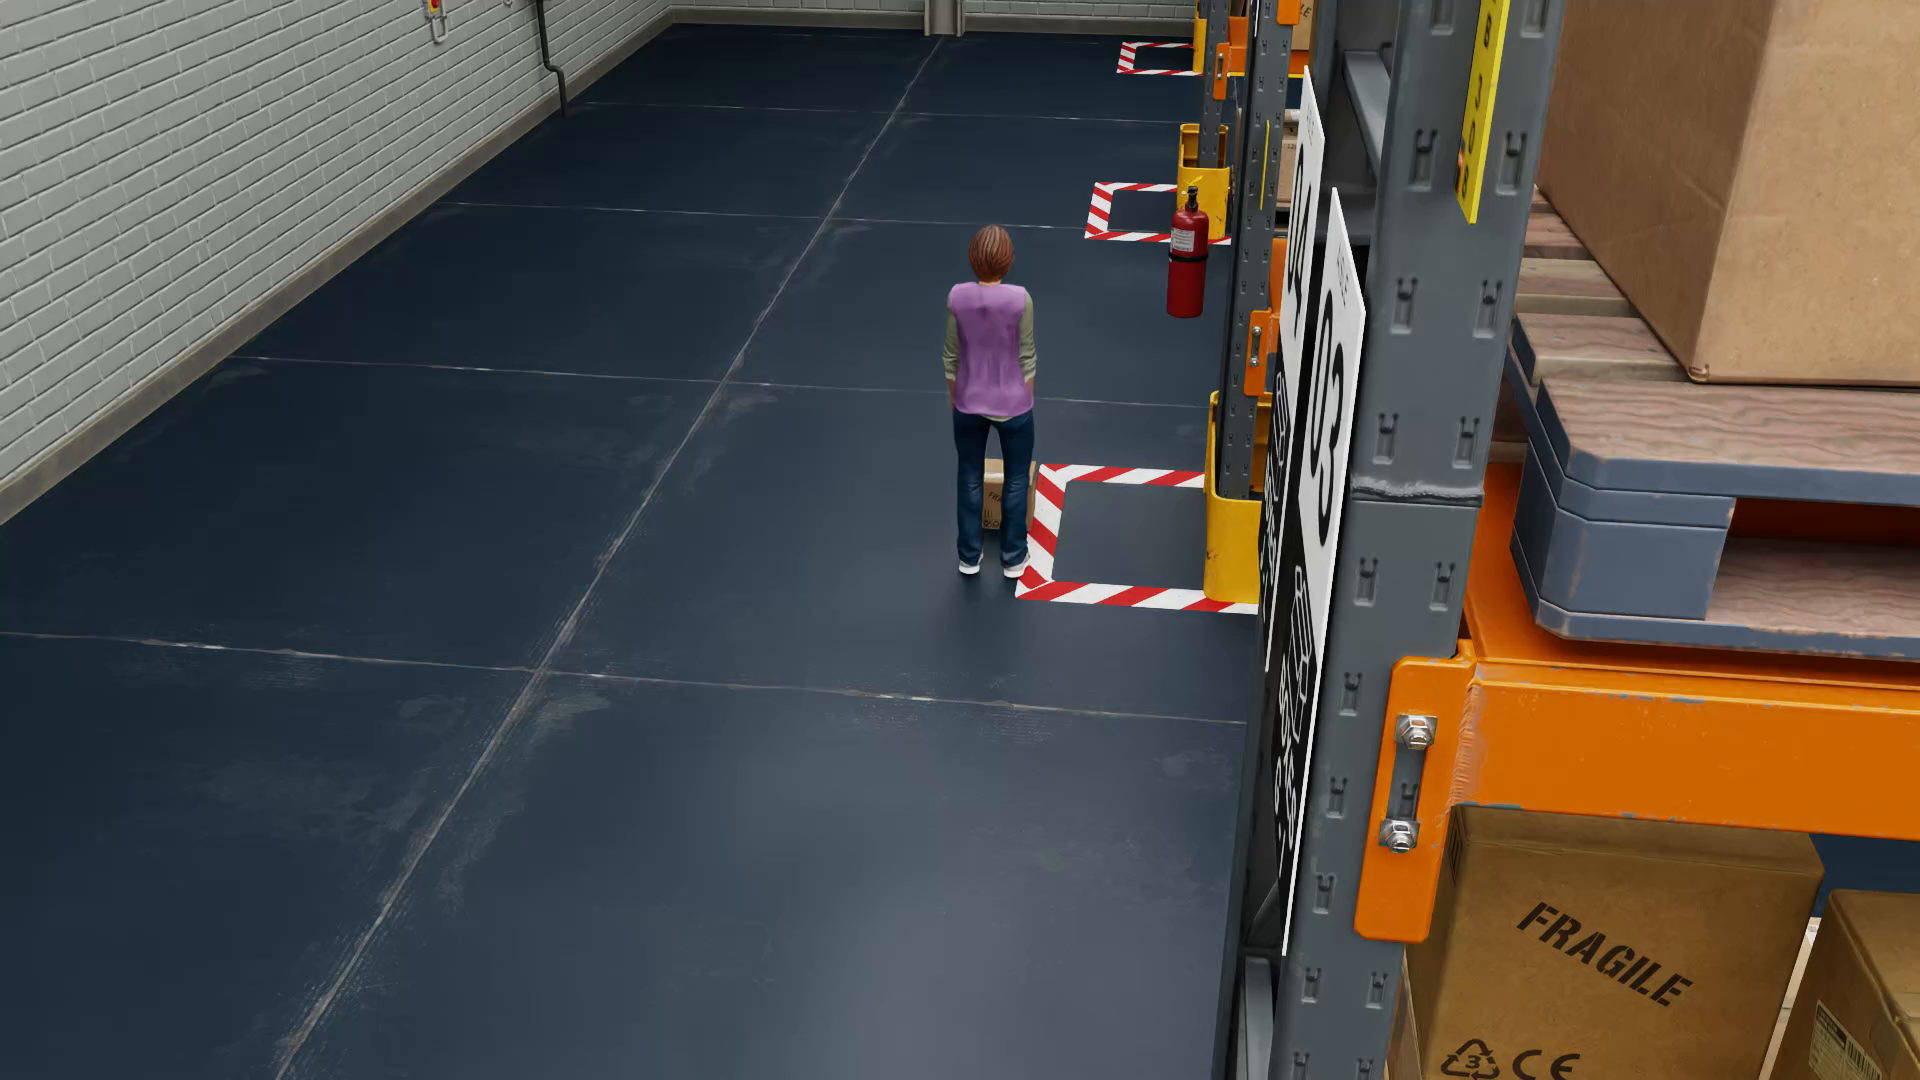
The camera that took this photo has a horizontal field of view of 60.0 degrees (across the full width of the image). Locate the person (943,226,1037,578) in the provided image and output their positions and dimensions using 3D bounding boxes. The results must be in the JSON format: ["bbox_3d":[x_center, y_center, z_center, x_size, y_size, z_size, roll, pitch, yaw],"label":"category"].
[{"bbox_3d":[0.123,-0.570,7.201,0.409,1.577,0.304,6,29,10],"label":"person"}]
